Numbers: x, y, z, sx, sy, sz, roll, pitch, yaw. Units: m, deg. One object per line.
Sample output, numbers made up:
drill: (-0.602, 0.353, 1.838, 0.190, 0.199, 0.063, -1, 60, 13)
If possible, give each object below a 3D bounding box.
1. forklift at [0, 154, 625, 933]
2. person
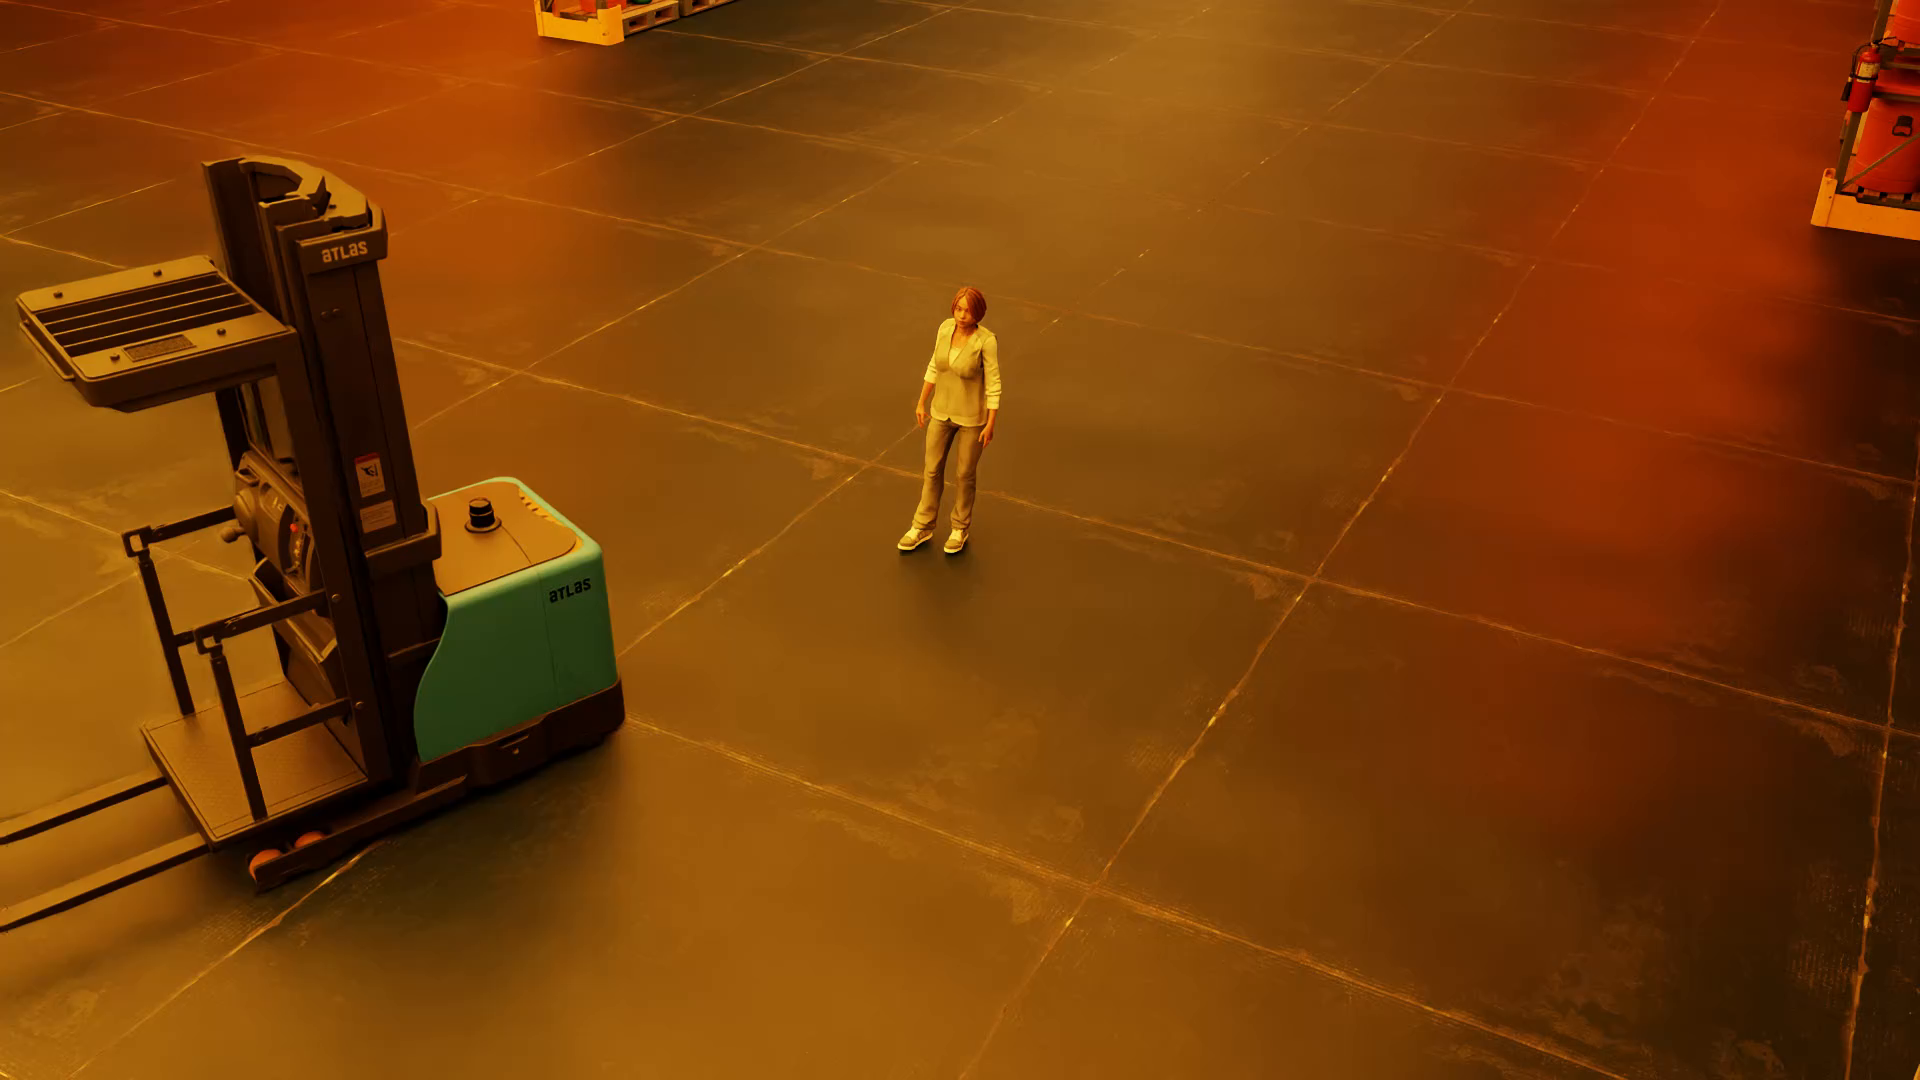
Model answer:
forklift: (-3.138, -0.034, 7.130, 3.031, 2.935, 1.130, -22, 37, -33)
person: (-0.049, -0.669, 9.549, 0.520, 1.599, 0.473, 15, 33, 25)
